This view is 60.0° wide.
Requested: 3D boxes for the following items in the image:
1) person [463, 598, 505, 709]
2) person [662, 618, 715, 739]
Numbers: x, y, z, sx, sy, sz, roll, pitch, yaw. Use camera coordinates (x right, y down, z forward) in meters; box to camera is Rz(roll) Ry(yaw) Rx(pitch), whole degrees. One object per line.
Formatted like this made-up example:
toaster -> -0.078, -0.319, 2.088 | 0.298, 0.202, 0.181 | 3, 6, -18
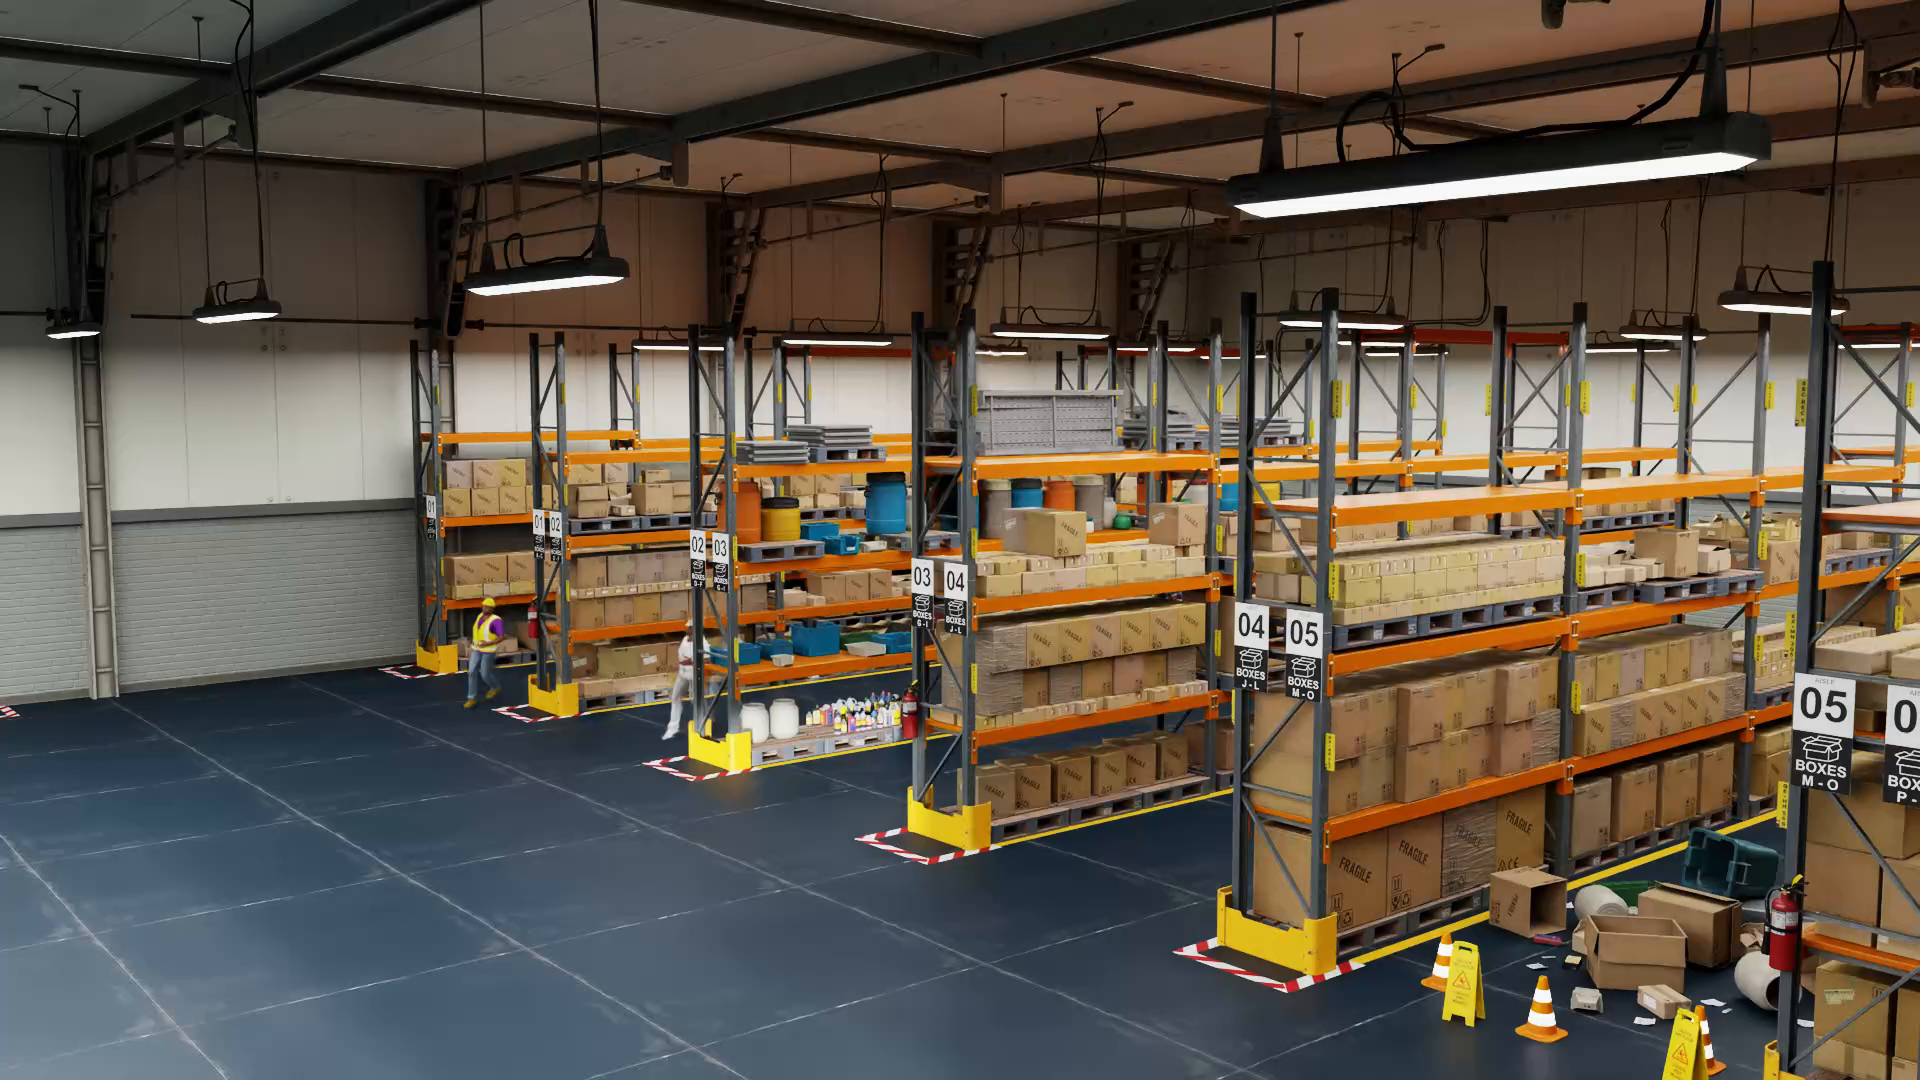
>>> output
person -> -7.663, 1.804, 26.953 | 0.726, 1.761, 0.839 | 2, 6, 23
person -> -3.934, 2.026, 24.536 | 0.718, 1.795, 0.886 | 4, 7, 39
